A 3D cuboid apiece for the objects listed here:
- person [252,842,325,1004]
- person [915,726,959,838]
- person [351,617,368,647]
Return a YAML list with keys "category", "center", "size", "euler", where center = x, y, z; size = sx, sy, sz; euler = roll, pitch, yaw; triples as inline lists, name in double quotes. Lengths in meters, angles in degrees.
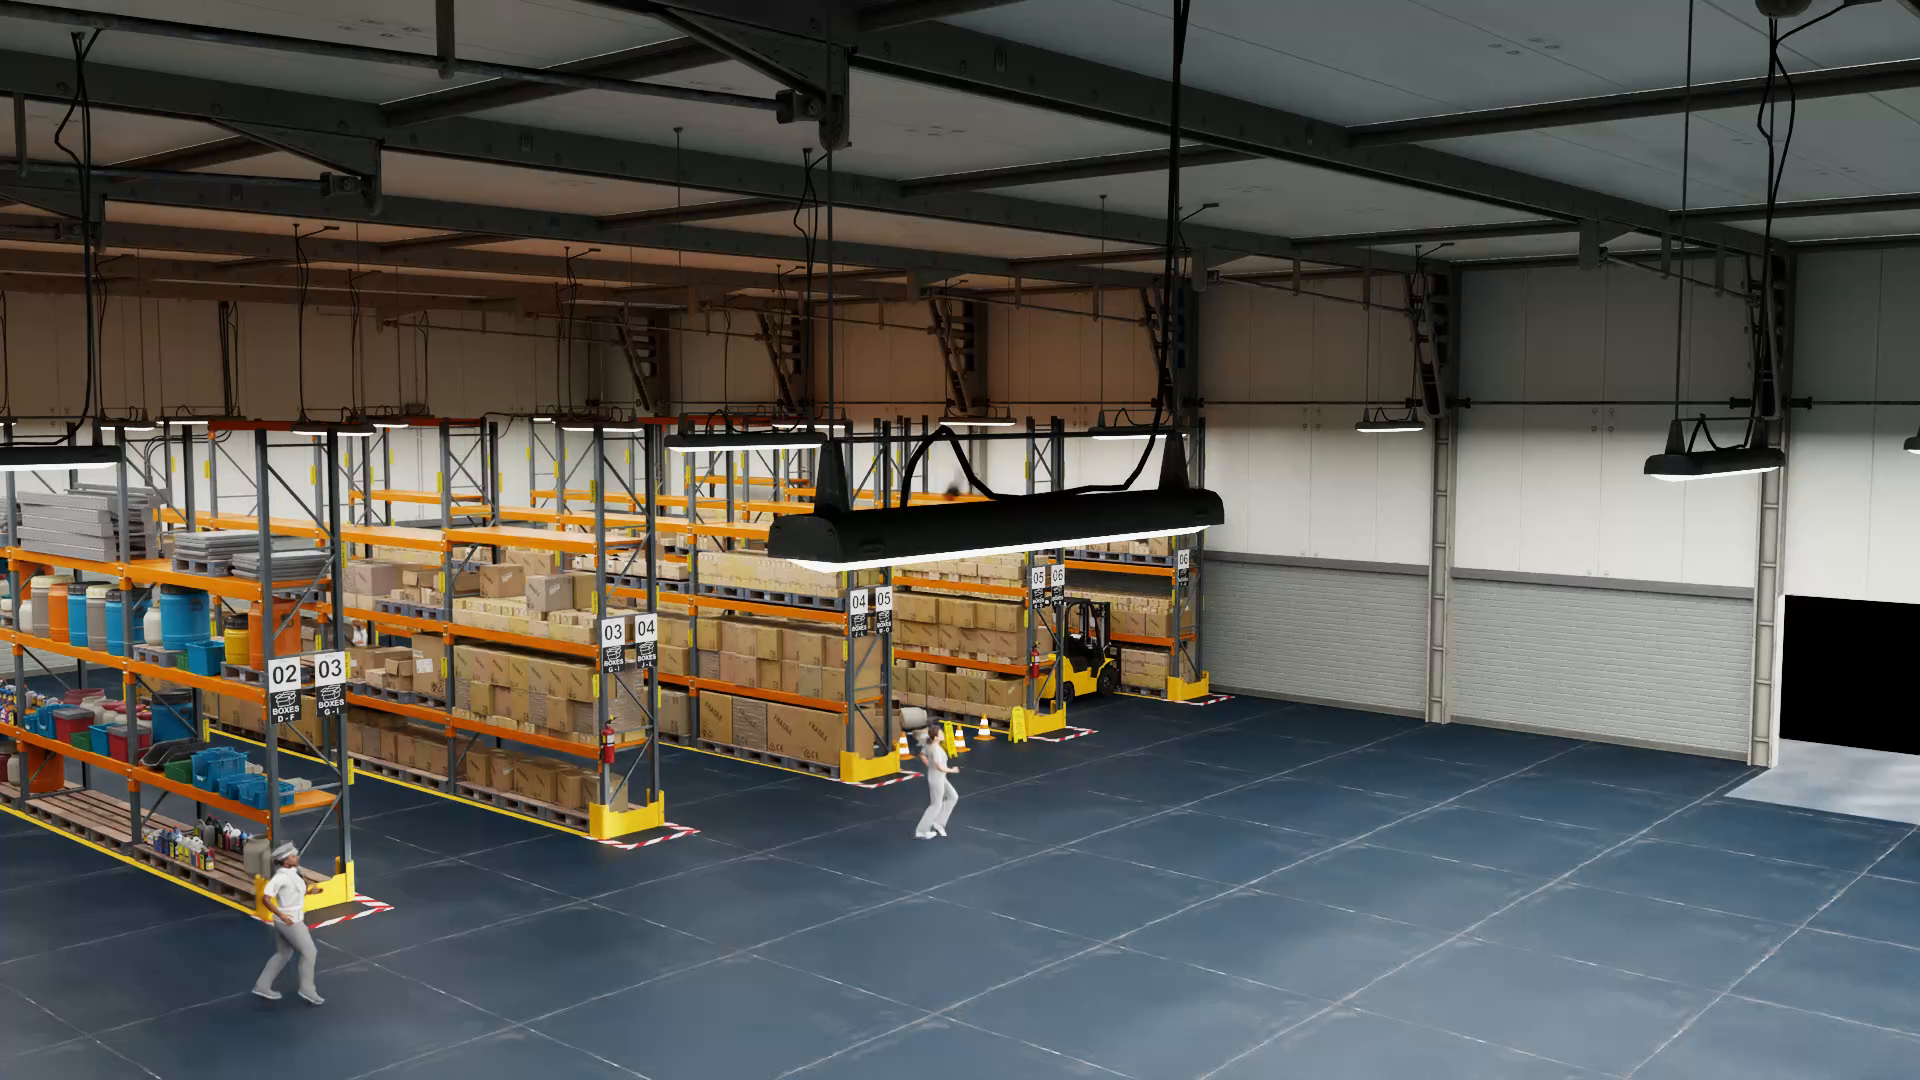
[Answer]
- category: "person"
  center: [-7.052, 4.035, 17.442]
  size: [0.736, 1.756, 0.547]
  euler: [-2, 5, -23]
- category: "person"
  center: [-0.333, 3.506, 24.121]
  size: [0.652, 1.653, 0.571]
  euler: [-1, 5, -8]
- category: "person"
  center: [-12.973, 2.461, 35.766]
  size: [0.923, 1.755, 0.659]
  euler: [4, 6, 39]
